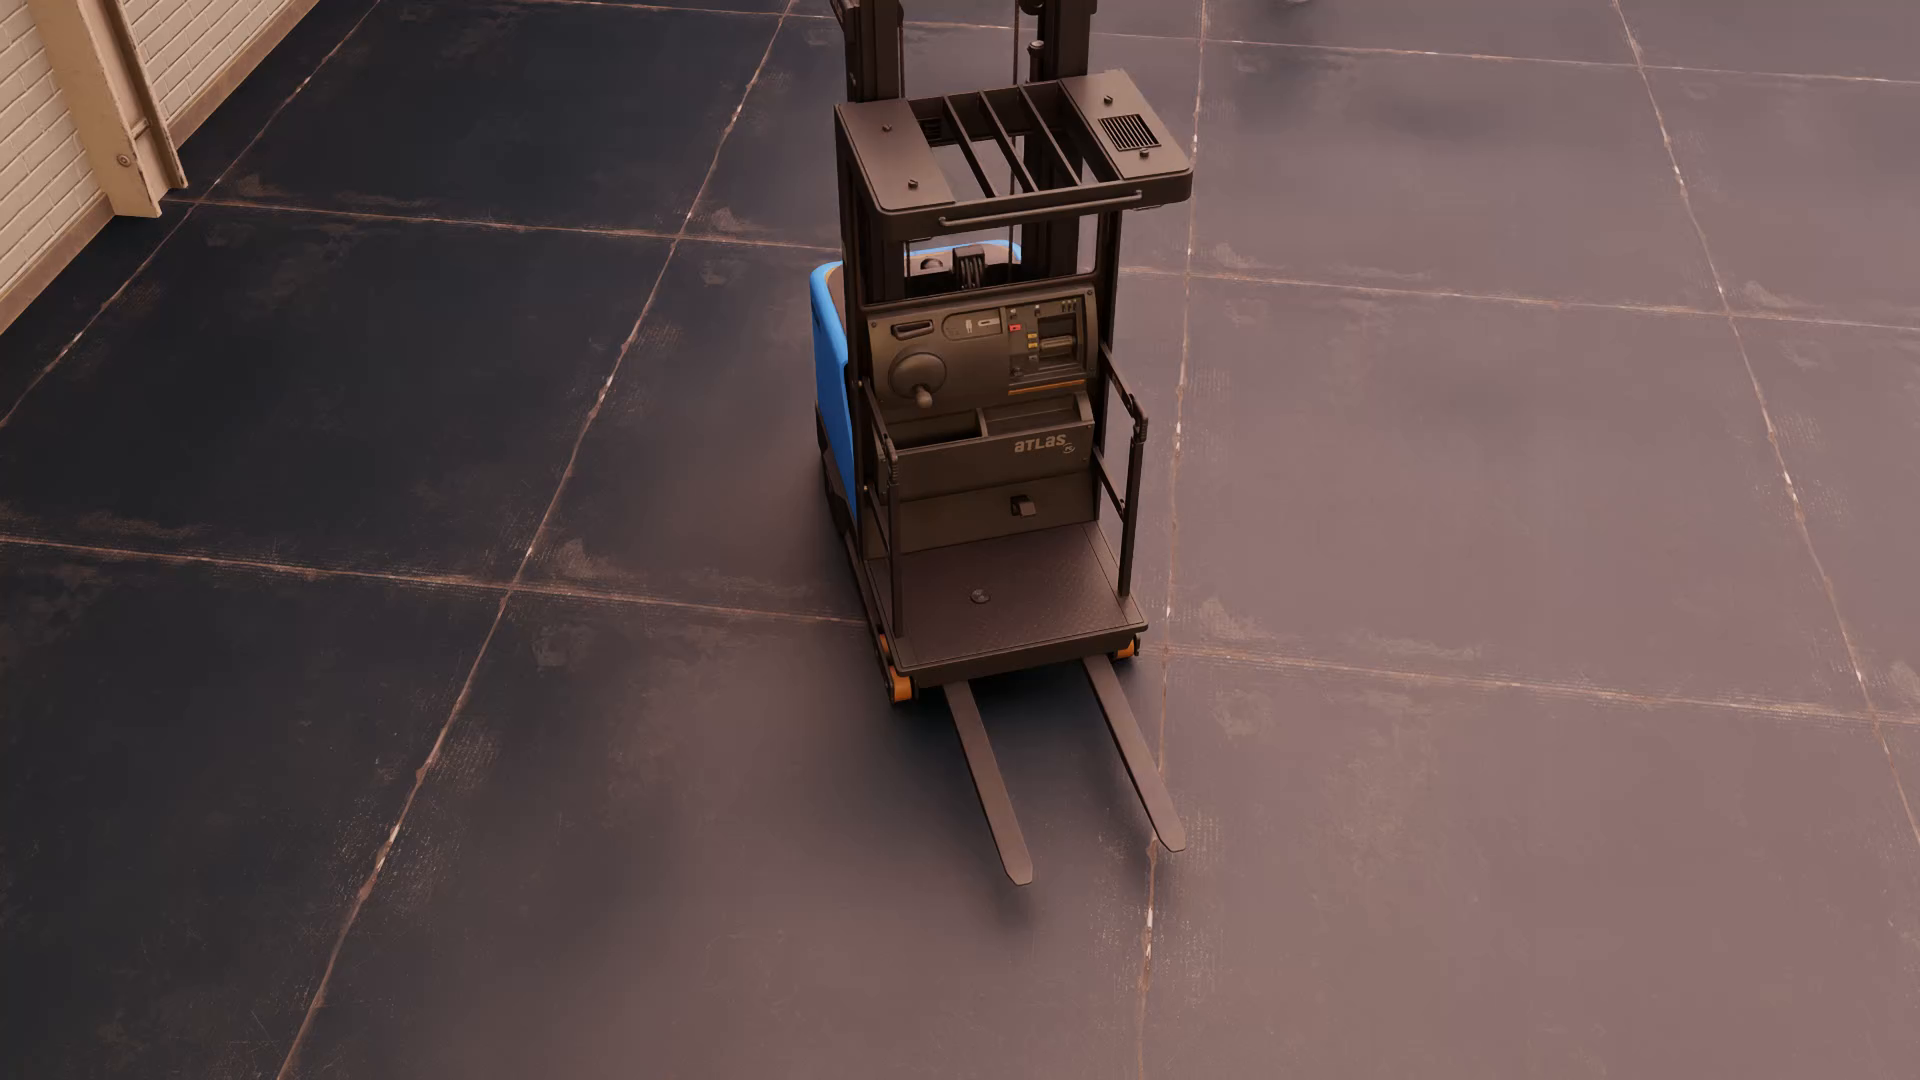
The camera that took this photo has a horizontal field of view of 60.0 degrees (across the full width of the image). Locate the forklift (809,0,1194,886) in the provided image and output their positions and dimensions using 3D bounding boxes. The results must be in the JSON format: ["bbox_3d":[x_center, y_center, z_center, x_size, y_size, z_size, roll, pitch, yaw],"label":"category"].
[{"bbox_3d":[0.153,-0.681,6.465,1.130,2.935,3.031,-10,44,-11],"label":"forklift"}]
